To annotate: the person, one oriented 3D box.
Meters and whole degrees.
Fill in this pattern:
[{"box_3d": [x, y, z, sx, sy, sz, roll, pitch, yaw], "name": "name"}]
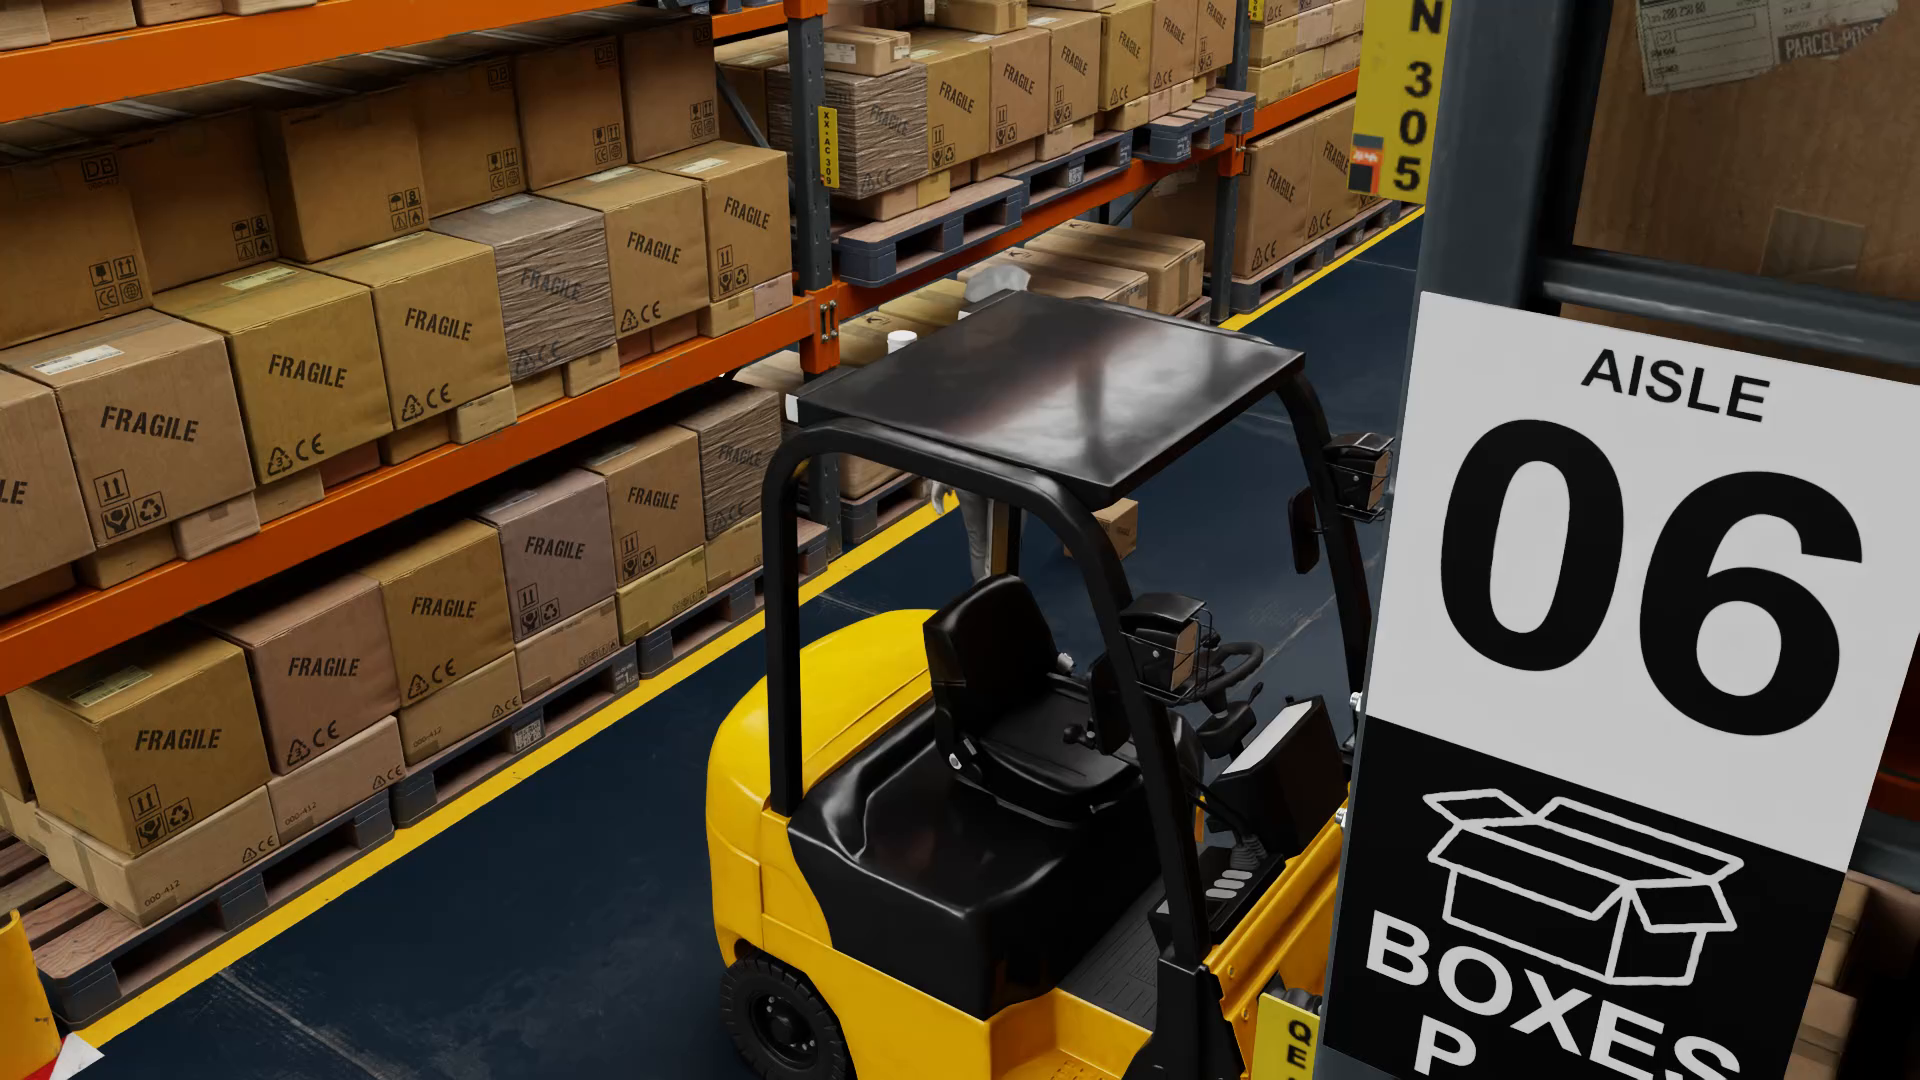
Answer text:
[{"box_3d": [0.171, -0.308, 6.686, 0.514, 1.635, 0.905, 8, 28, 16], "name": "person"}]
